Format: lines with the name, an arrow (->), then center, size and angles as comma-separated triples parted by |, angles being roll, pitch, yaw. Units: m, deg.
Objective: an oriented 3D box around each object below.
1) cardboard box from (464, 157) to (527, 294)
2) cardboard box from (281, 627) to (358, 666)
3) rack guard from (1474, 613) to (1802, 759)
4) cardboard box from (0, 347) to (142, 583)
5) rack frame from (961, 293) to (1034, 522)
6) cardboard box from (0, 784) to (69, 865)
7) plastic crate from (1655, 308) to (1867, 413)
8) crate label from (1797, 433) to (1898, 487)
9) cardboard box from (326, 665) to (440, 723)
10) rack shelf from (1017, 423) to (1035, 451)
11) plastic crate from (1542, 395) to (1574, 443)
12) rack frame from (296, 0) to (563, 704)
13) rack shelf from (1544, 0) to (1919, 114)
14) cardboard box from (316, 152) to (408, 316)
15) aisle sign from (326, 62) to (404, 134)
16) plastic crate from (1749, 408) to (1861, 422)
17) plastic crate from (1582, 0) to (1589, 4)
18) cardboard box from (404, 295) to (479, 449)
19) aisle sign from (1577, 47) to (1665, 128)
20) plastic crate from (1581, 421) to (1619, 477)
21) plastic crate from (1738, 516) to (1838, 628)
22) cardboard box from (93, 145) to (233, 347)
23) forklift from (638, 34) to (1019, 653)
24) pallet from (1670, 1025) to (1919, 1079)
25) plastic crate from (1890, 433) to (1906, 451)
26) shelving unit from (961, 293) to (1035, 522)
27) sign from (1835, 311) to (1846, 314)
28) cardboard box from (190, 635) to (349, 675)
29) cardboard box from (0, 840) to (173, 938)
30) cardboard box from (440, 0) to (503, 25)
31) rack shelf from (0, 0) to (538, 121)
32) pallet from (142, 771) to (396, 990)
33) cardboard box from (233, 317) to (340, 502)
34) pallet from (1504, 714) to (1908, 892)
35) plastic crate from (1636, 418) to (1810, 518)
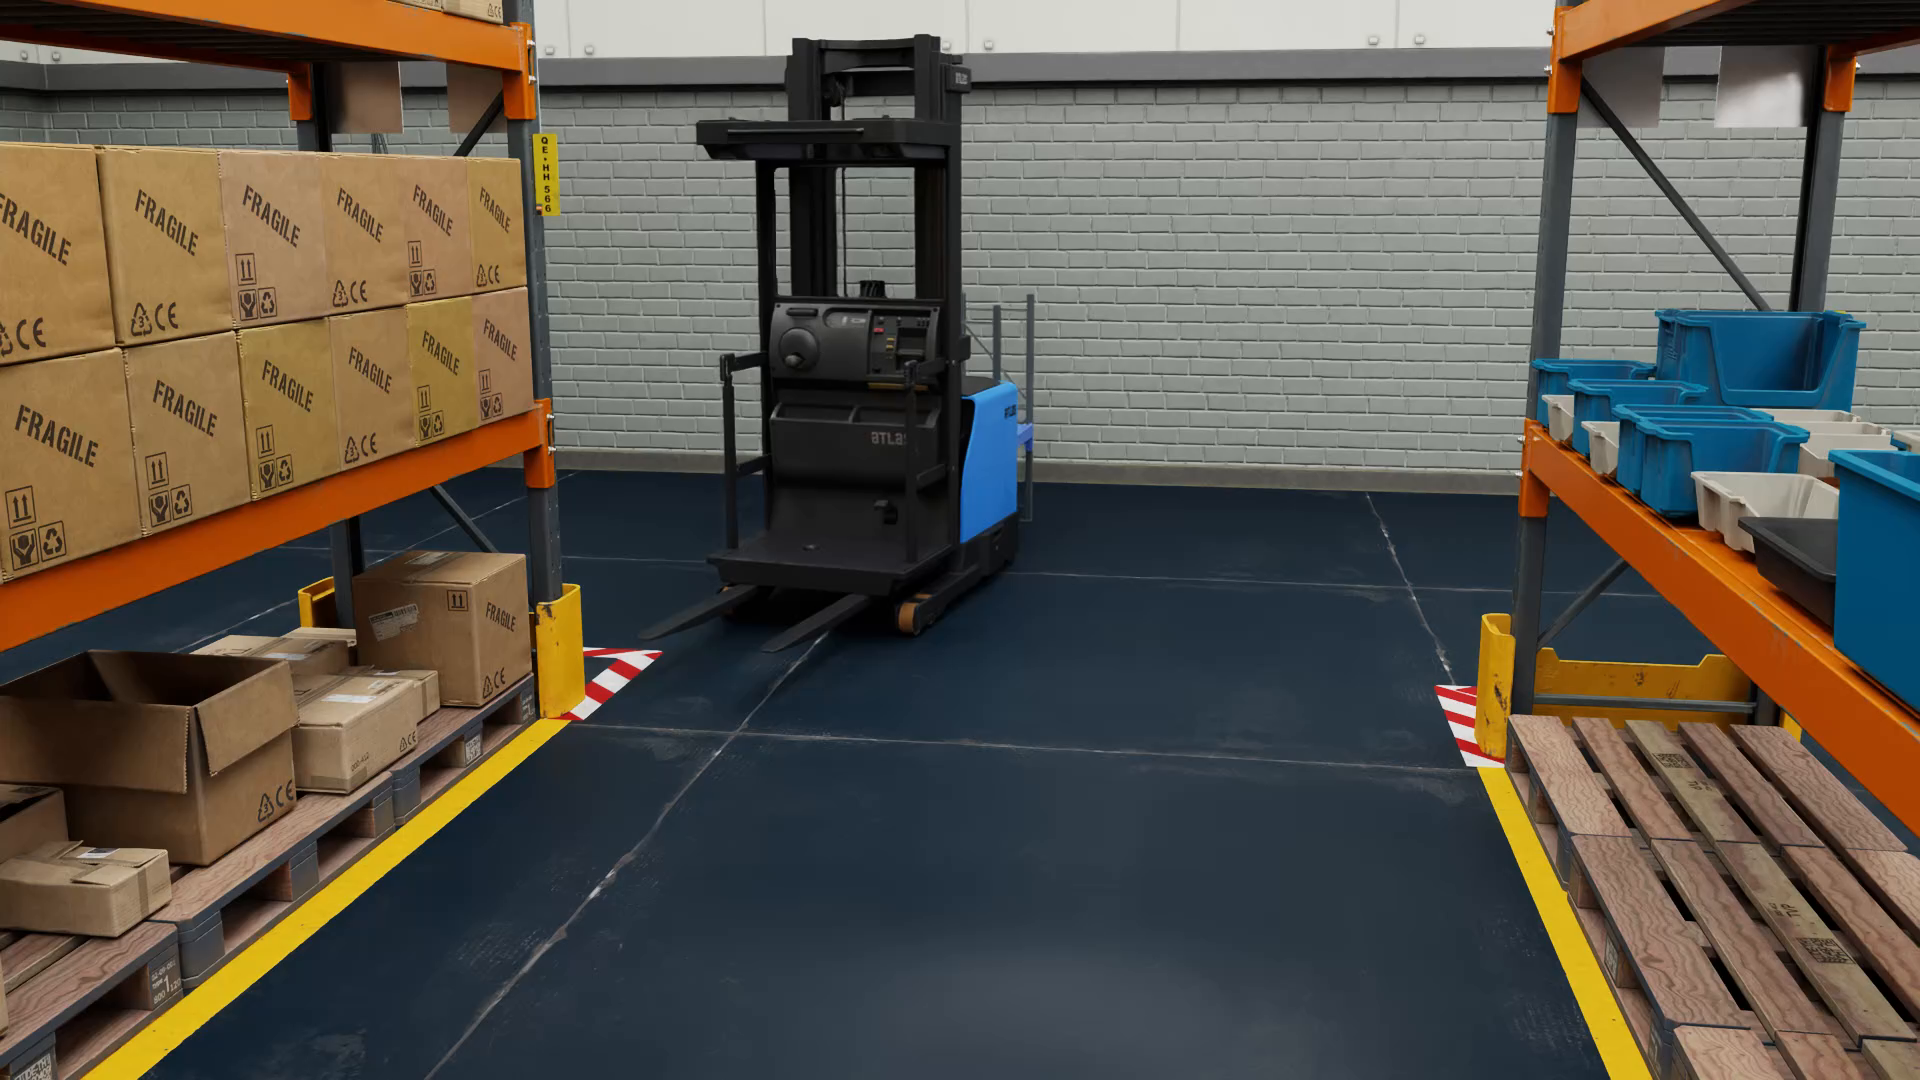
cardboard box -> -2.020, -1.219, 6.420 | 0.500, 0.500, 0.500 | 2, 12, 8
cardboard box -> -2.627, 0.471, 6.908 | 0.380, 0.149, 0.250 | 2, 12, 9
rack guard -> 2.662, 0.595, 6.547 | 1.175, 0.500, 0.348 | 2, 12, 9
cardboard box -> -2.415, -0.203, 4.079 | 0.500, 0.500, 0.500 | 2, 12, 10
rack frame -> 0.234, -0.869, 10.965 | 0.500, 1.500, 0.032 | 3, 12, 13
cardboard box -> -2.915, 0.865, 4.698 | 0.500, 0.311, 0.500 | 2, 12, 9
plastic crate -> 2.804, -0.593, 5.897 | 0.616, 0.435, 0.499 | 2, 12, 9
crate label -> 2.647, -0.228, 4.915 | 0.396, 0.136, 0.243 | 2, 12, 9
cardboard box -> -2.214, 0.589, 6.319 | 0.380, 0.166, 0.250 | 2, 12, 9
rack shelf -> 0.116, -0.589, 10.519 | 0.538, 0.185, 1.000 | 3, 12, 13
plastic crate -> 2.177, -0.417, 5.794 | 0.250, 0.136, 0.298 | 2, 12, 9
rack frame -> -2.223, -0.783, 7.007 | 1.000, 3.000, 0.127 | 2, 12, 9
rack shelf -> 2.363, -1.320, 4.087 | 1.077, 0.370, 4.000 | 2, 12, 9
cardboard box -> -2.172, -1.006, 5.431 | 0.500, 0.500, 0.500 | 2, 12, 10
aisle sign -> -2.503, -2.078, 6.843 | 0.394, 0.787, 0.004 | 2, 12, 9
plastic crate -> 2.724, -0.347, 5.465 | 0.396, 0.136, 0.243 | 2, 12, 9
plastic crate -> 2.336, -1.953, 5.627 | 0.497, 0.269, 0.590 | 2, 12, 9
cardboard box -> -2.099, -0.622, 6.022 | 0.500, 0.500, 0.500 | 2, 12, 9
aisle sign -> 2.389, -1.917, 6.099 | 0.394, 0.787, 0.004 | 2, 12, 9
plastic crate -> 2.072, -0.276, 5.139 | 0.250, 0.136, 0.298 | 2, 12, 9
plastic crate -> 1.962, 0.074, 3.539 | 0.437, 0.125, 0.590 | 2, 12, 9
cardboard box -> -2.329, -0.792, 4.435 | 0.500, 0.500, 0.500 | 2, 12, 7
forklift -> -0.619, -1.055, 8.432 | 1.130, 2.935, 3.031 | 4, 13, 19
pallet -> 2.131, 1.420, 3.405 | 1.003, 0.211, 1.213 | 2, 12, 9
plastic crate -> 2.608, -0.134, 4.248 | 0.416, 0.233, 0.300 | 2, 12, 9
shelving unit -> 0.116, -0.765, 10.482 | 0.538, 1.500, 1.048 | 3, 12, 13
sign -> 3.217, -0.687, 6.175 | 0.100, 0.325, 0.005 | 2, 12, 9
cardboard box -> -2.664, 0.554, 6.285 | 0.500, 0.250, 0.500 | 2, 12, 9
cardboard box -> -2.437, 0.959, 4.606 | 0.380, 0.166, 0.250 | 2, 12, 9
cardboard box -> -2.041, -2.061, 6.171 | 0.500, 0.250, 0.500 | 2, 12, 9
rack shelf -> -2.531, -1.481, 4.835 | 1.077, 0.370, 4.000 | 2, 12, 9
pallet -> -2.546, 1.015, 5.282 | 1.003, 0.211, 1.213 | 2, 12, 9
cardboard box -> -2.259, -0.413, 5.054 | 0.500, 0.500, 0.500 | 2, 12, 8
pallet -> 2.506, 0.912, 5.762 | 1.003, 0.211, 1.213 | 2, 12, 9
plastic crate -> 2.059, -0.192, 4.520 | 0.416, 0.233, 0.300 | 2, 12, 9
